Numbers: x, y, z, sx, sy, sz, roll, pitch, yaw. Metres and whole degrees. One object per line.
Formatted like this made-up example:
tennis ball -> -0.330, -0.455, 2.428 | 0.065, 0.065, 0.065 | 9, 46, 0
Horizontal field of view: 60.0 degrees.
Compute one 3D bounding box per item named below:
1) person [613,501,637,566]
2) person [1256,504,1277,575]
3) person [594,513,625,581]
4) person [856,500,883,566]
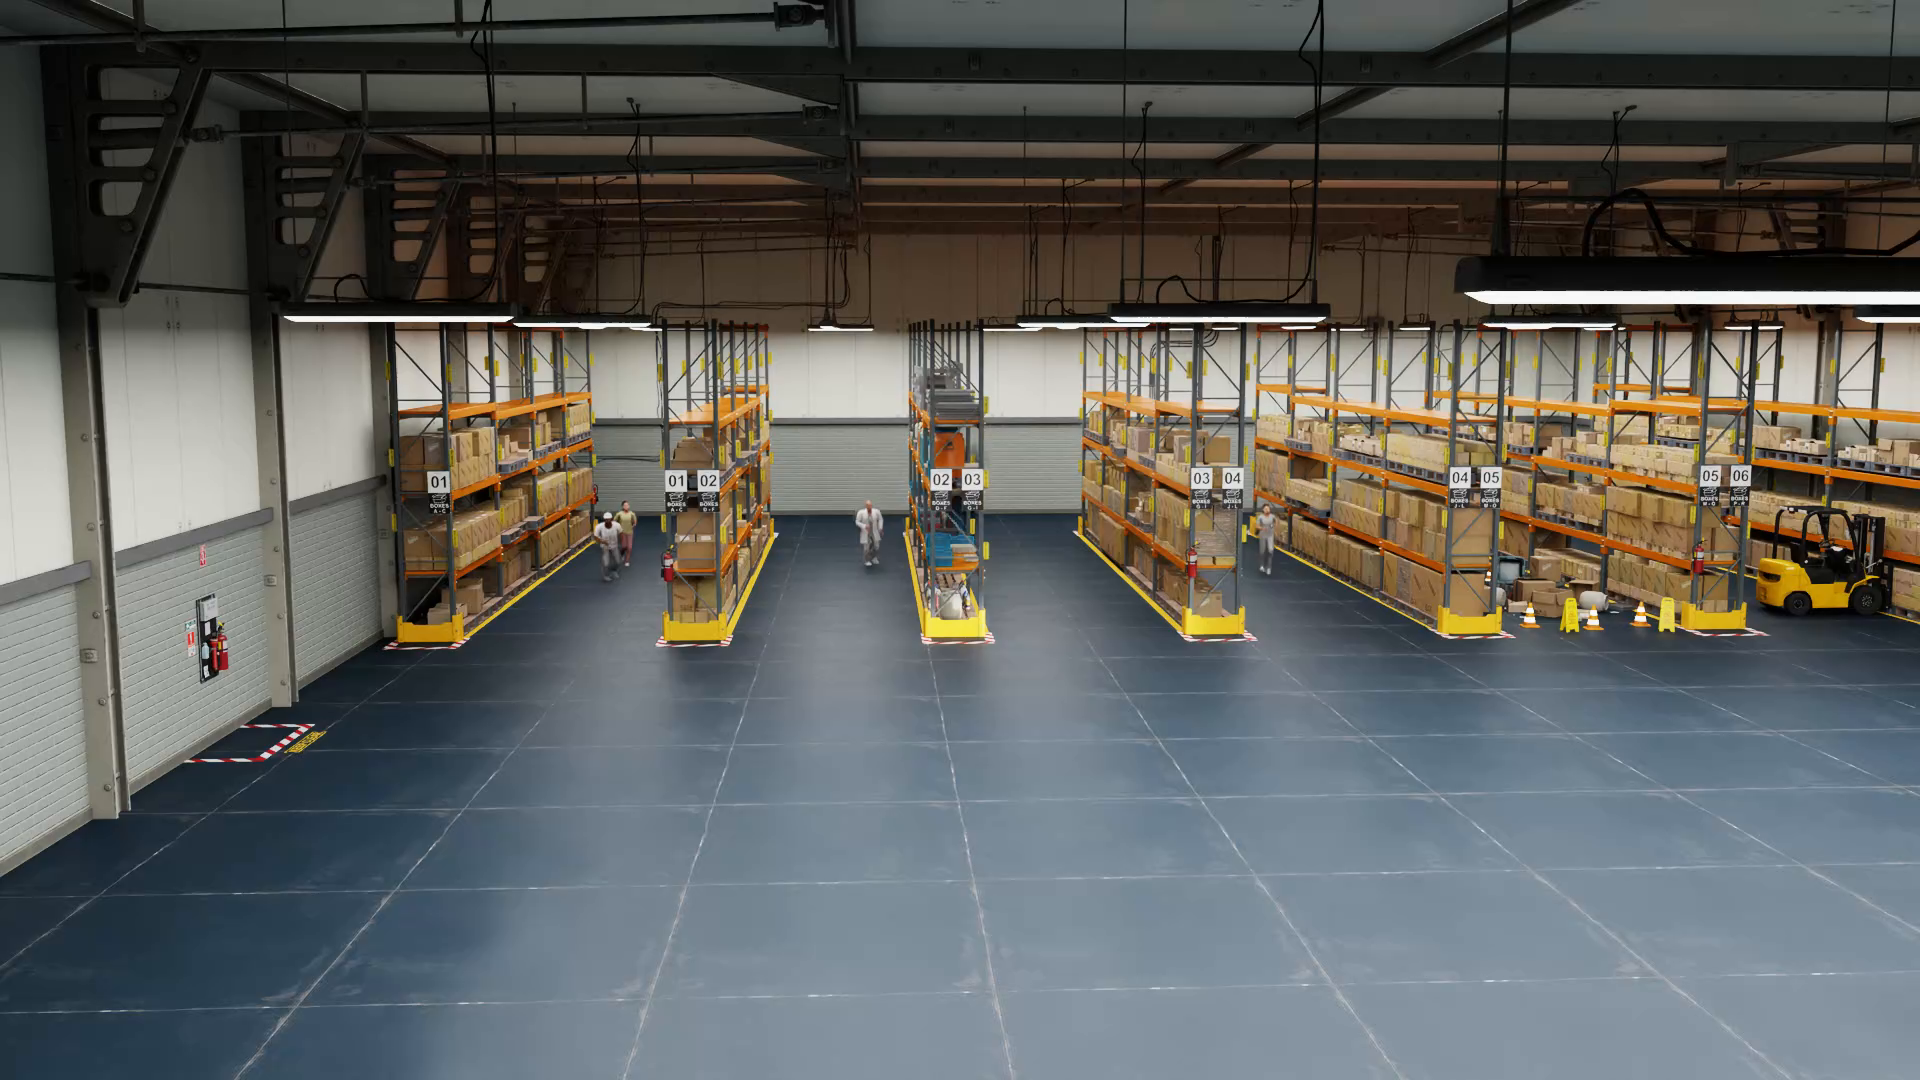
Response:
person -> -8.248, -0.155, 41.062 | 0.586, 1.627, 0.534 | -2, 7, -19
person -> 7.345, -0.022, 39.854 | 0.542, 1.712, 0.818 | 0, 7, 3
person -> -8.088, 0.169, 38.413 | 0.717, 1.649, 0.766 | -3, 8, -21
person -> -2.231, -0.160, 41.006 | 0.694, 1.662, 0.815 | -1, 7, -11
